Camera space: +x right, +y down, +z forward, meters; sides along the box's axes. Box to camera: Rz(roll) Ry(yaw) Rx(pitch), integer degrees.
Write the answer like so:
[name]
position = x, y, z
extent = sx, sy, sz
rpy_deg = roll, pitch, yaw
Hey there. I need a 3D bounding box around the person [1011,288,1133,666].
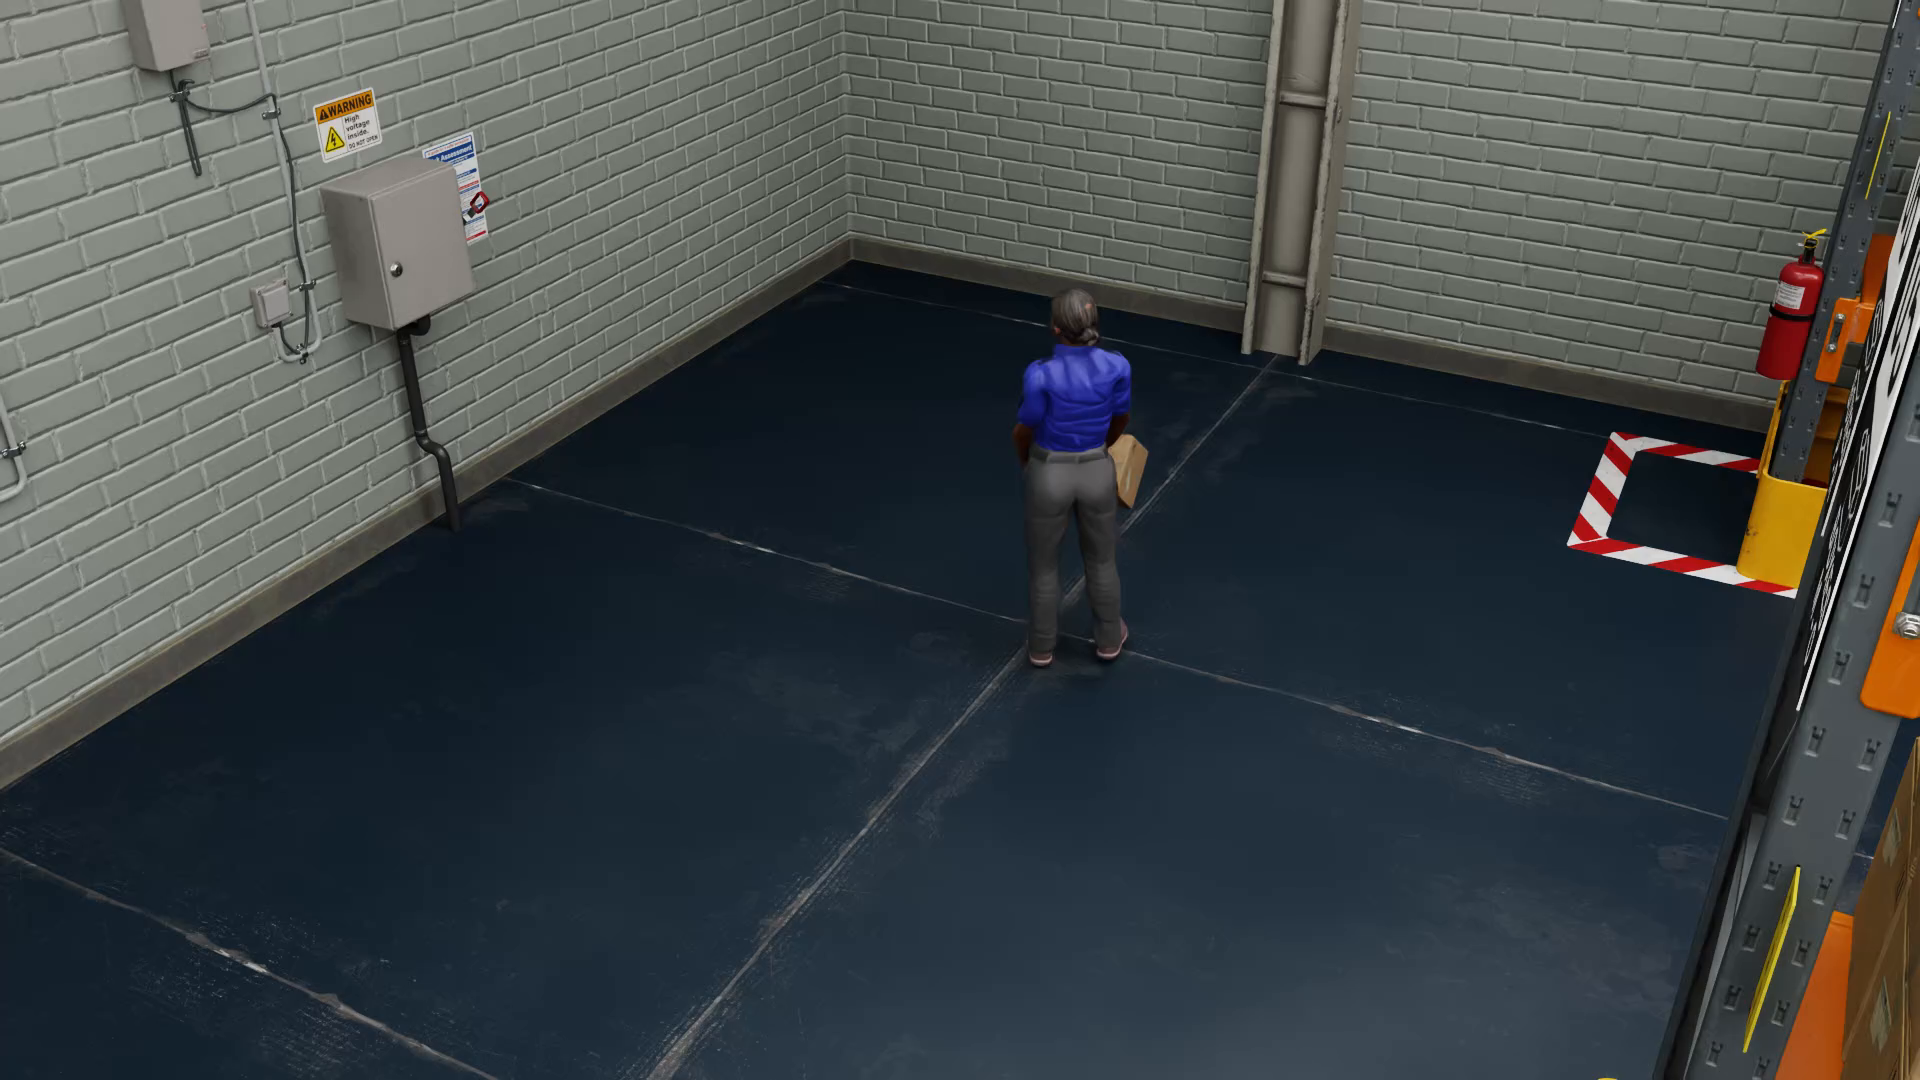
[person]
position = 0.459, -0.247, 6.534
extent = 0.554, 1.661, 0.420
rpy_deg = -7, 31, -11
